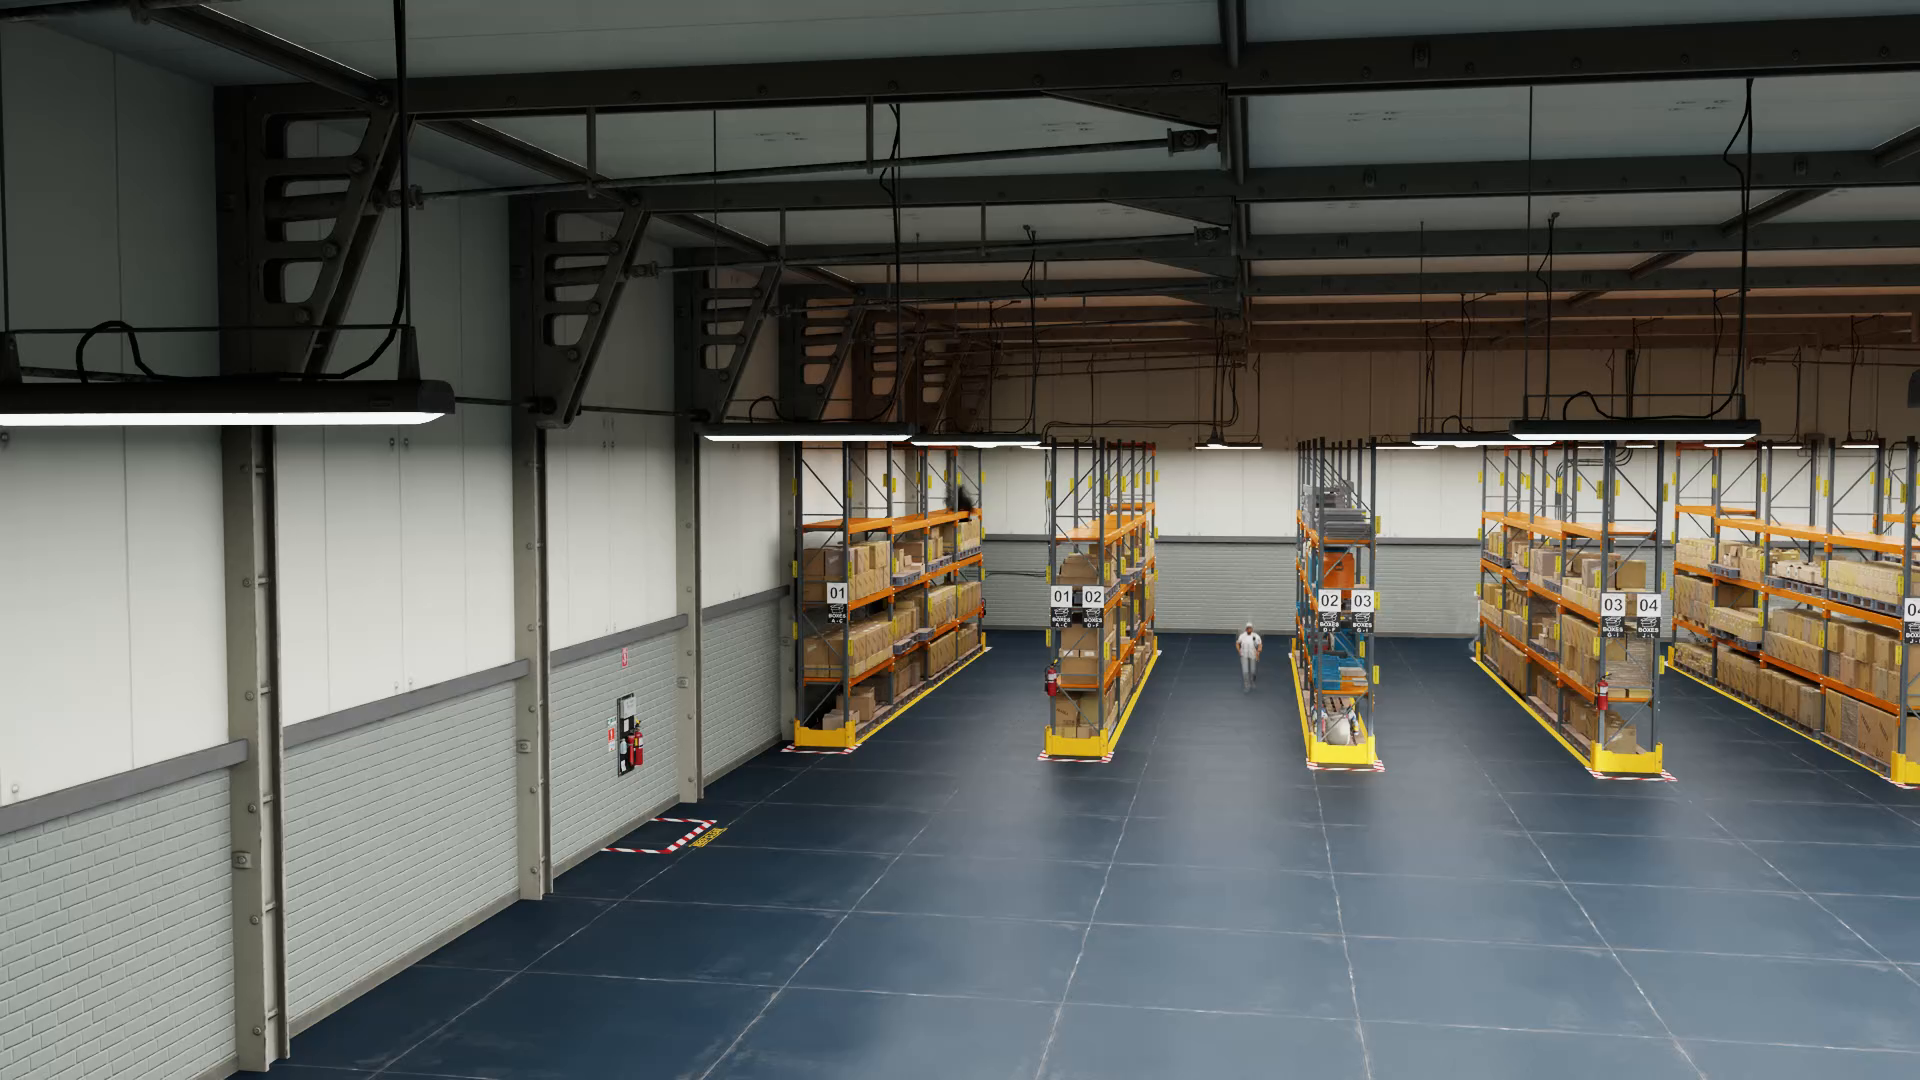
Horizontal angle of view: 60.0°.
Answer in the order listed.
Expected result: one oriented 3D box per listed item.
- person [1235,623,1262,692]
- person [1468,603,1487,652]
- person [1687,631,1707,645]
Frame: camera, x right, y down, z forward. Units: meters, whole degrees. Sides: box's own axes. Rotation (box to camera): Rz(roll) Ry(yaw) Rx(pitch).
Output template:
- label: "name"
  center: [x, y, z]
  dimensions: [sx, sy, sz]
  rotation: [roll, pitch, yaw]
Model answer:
- label: "person"
  center: [6.918, 2.802, 39.891]
  dimensions: [0.628, 1.638, 0.538]
  rotation: [1, 3, 13]
- label: "person"
  center: [14.846, 2.319, 46.995]
  dimensions: [0.904, 1.770, 0.660]
  rotation: [2, 3, 27]
- label: "person"
  center: [20.307, 2.409, 45.823]
  dimensions: [1.042, 1.754, 0.670]
  rotation: [1, 3, 16]
